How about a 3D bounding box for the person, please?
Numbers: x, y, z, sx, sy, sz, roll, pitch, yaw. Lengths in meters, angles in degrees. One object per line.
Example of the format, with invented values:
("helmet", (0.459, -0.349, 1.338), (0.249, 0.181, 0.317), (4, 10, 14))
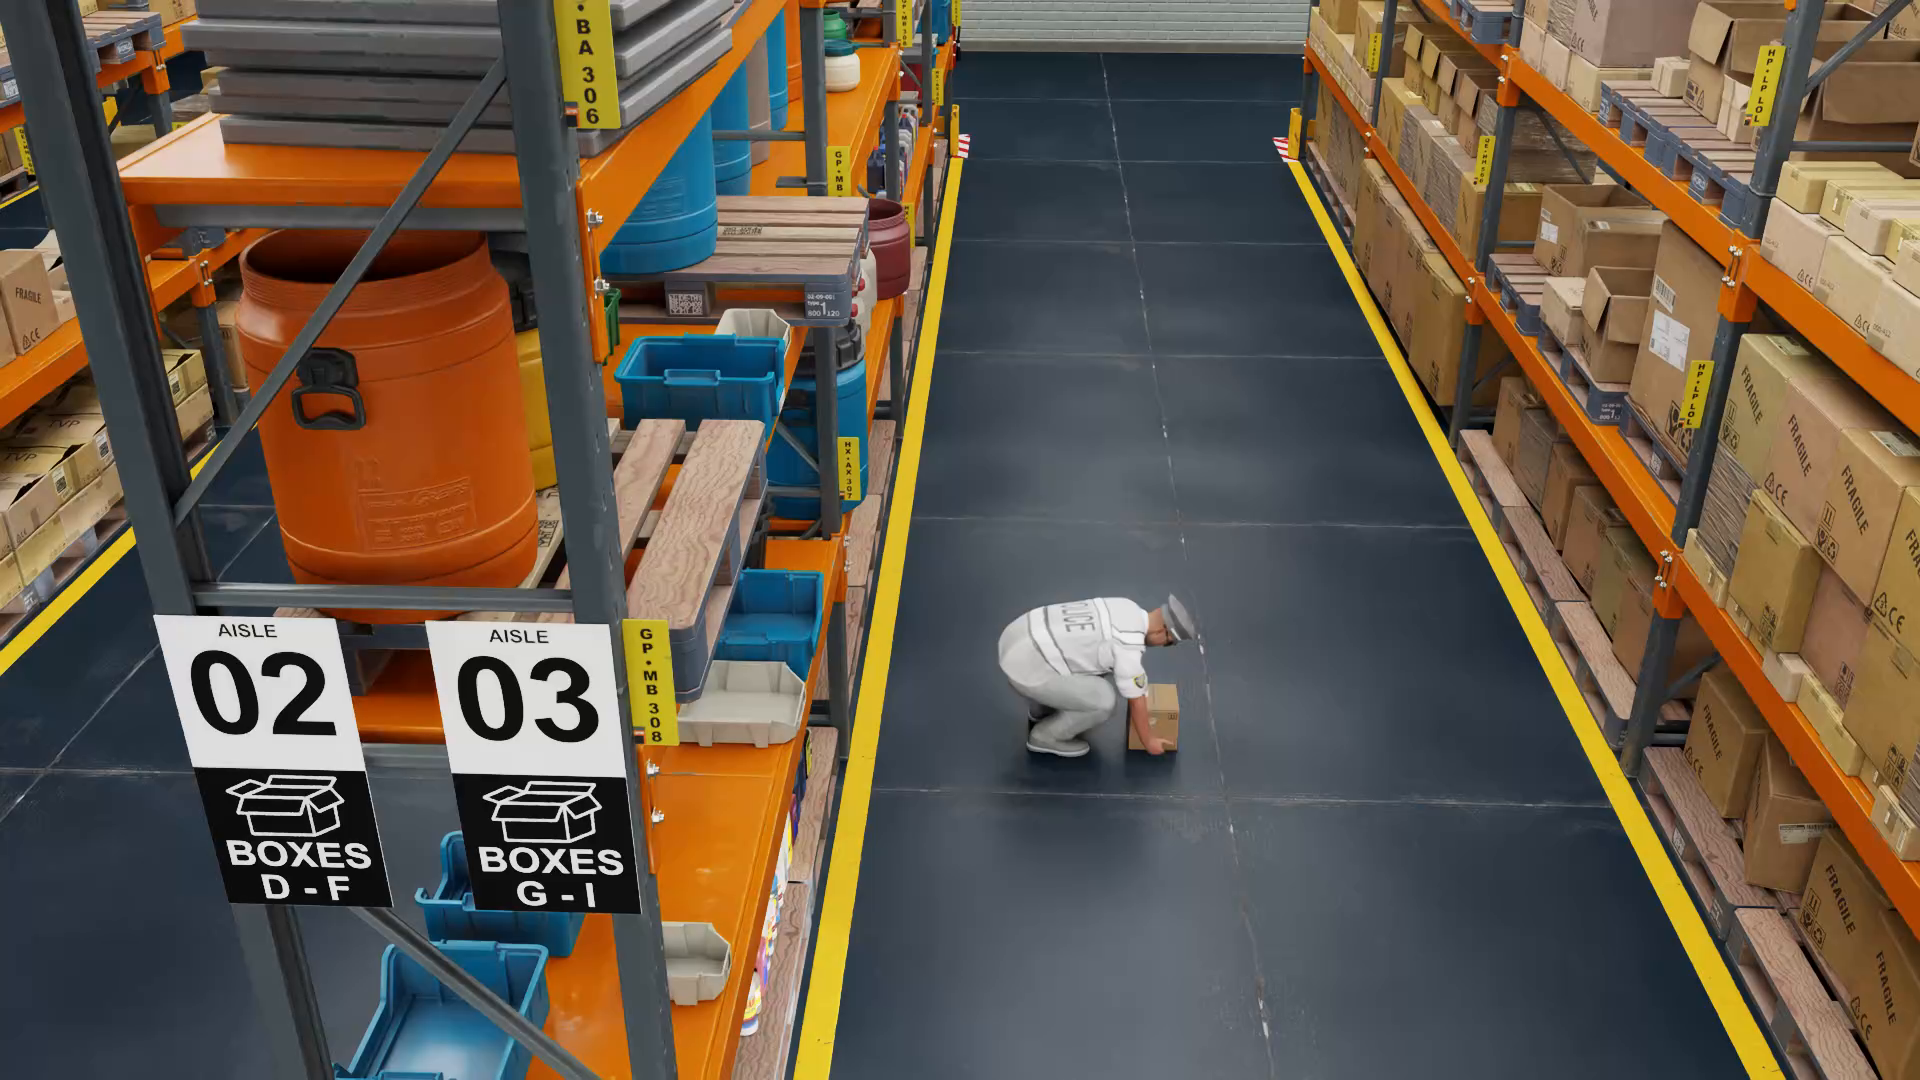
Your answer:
("person", (0.530, 0.236, 8.371), (0.525, 1.773, 0.527), (1, 28, 1))
